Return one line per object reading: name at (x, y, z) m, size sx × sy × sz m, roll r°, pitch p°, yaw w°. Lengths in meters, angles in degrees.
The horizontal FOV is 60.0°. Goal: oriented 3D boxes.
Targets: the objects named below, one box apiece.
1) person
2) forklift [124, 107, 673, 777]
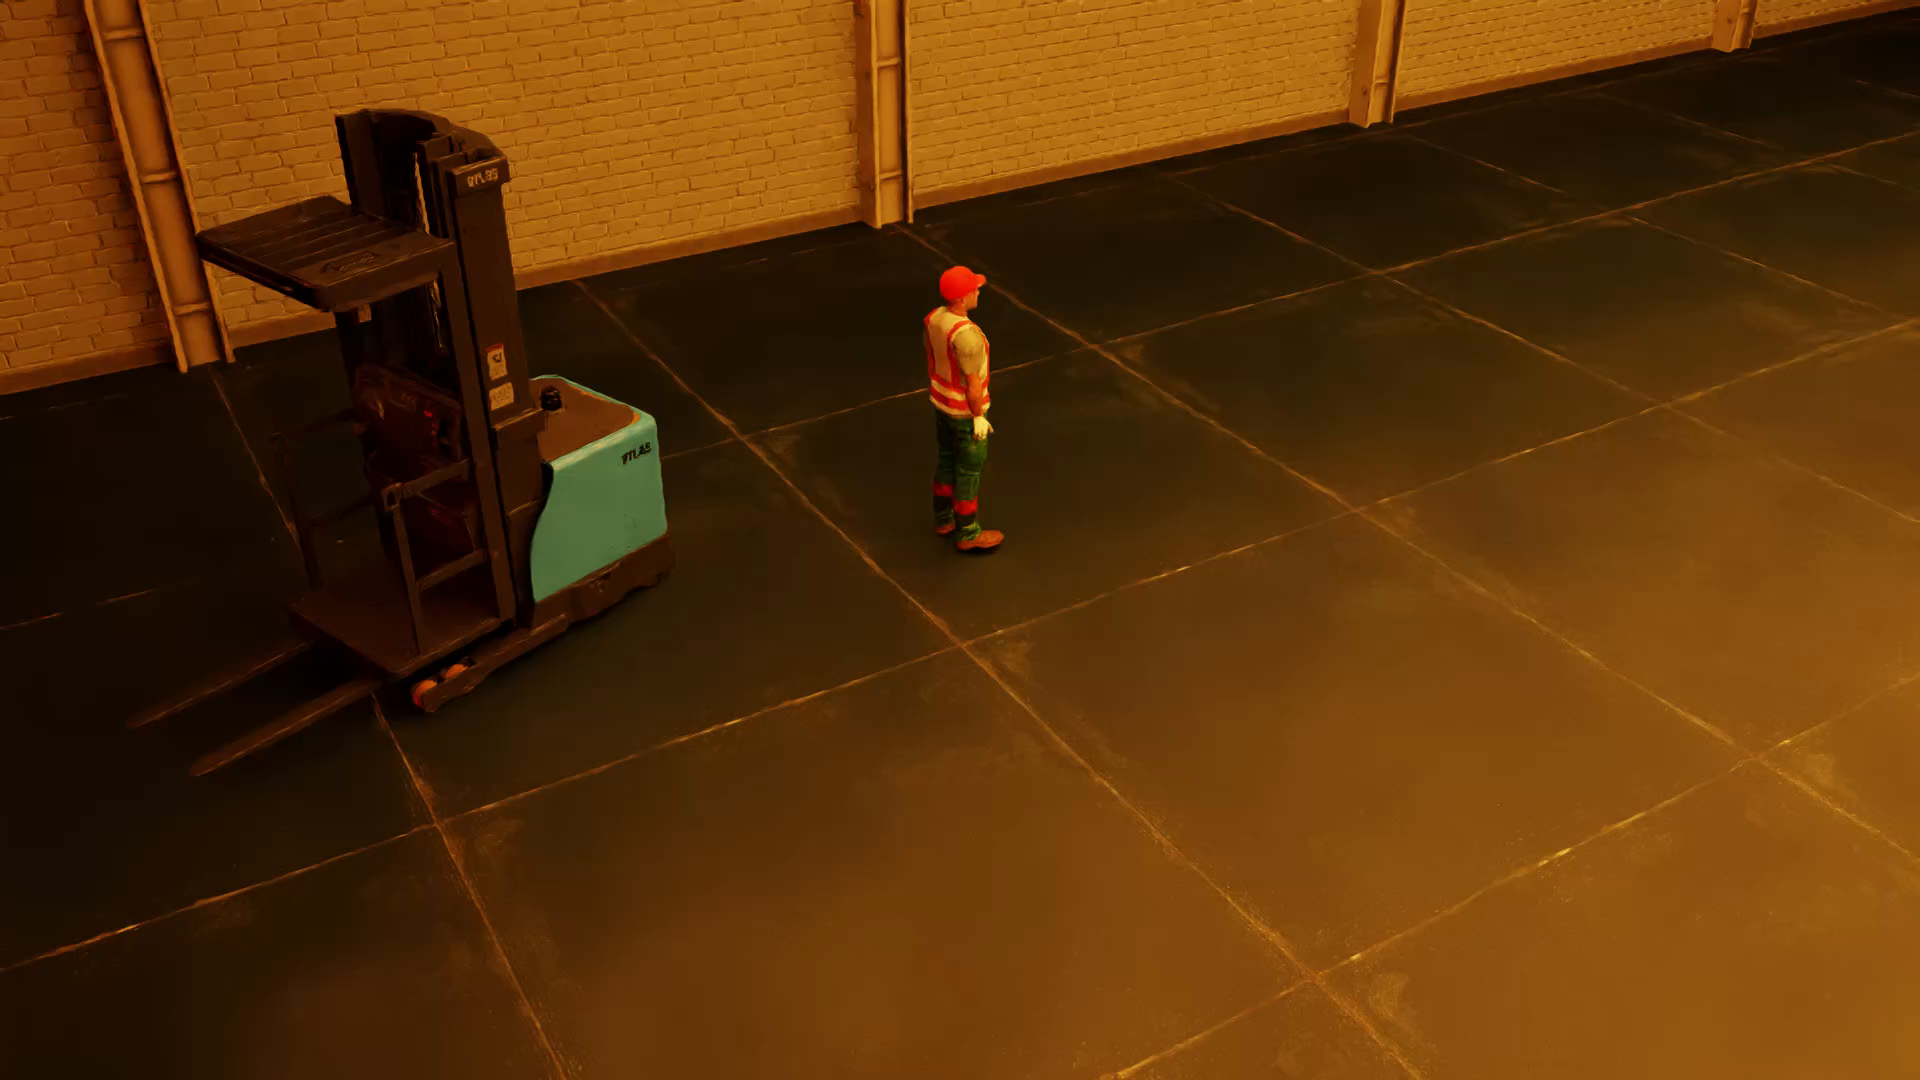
person at (0.017, -0.809, 10.030) m, size 0.349 × 1.795 × 0.540 m, roll -17°, pitch 35°, yaw -26°
forklift at (-3.062, -0.623, 8.687) m, size 1.130 × 2.935 × 3.031 m, roll 23°, pitch 38°, yaw 33°
